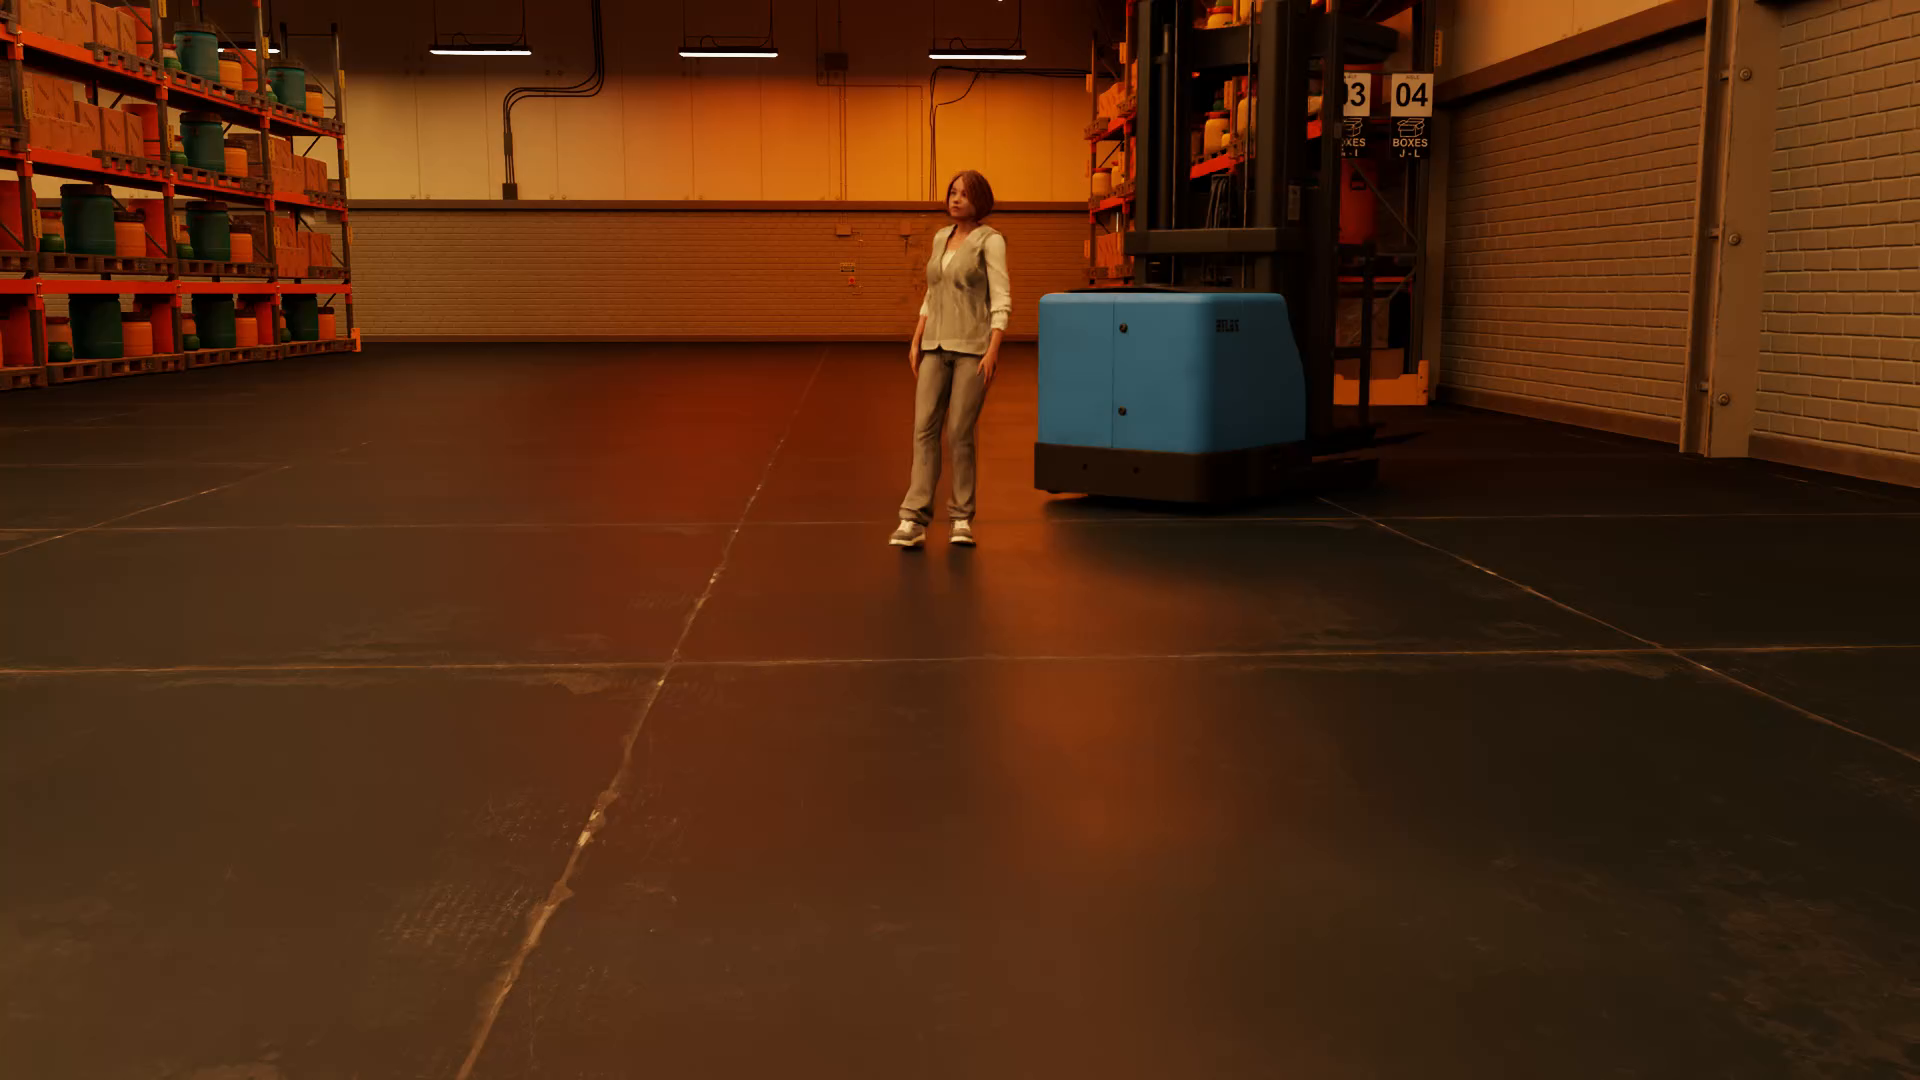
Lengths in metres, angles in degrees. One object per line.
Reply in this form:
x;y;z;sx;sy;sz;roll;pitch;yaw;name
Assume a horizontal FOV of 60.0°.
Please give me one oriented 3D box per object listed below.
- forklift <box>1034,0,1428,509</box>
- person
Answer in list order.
1.705;-1.768;9.241;1.130;2.935;3.031;7;11;39;forklift
-0.073;-0.772;7.090;0.499;1.597;0.542;7;11;40;person
